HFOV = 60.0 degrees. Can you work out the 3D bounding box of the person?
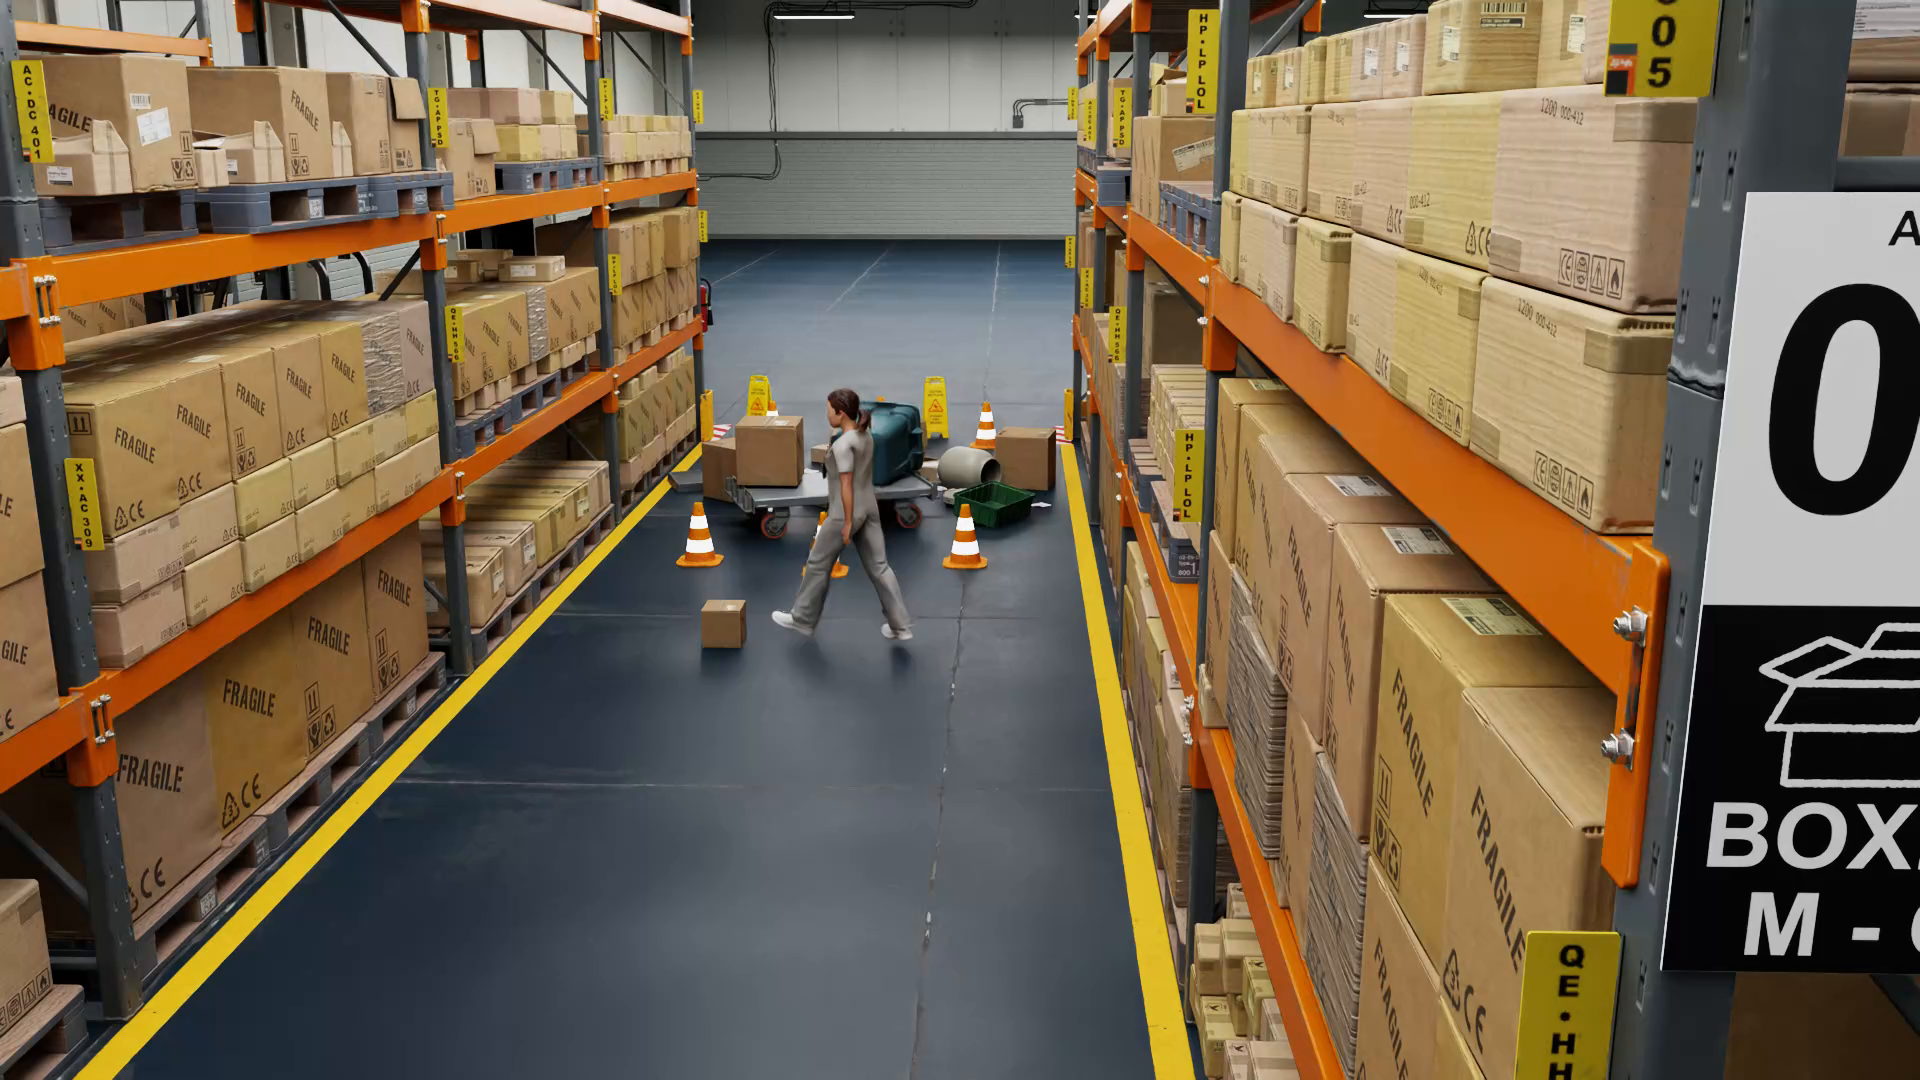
[{"bbox_3d":[-0.732,-0.170,10.641,0.959,1.630,0.436,8,16,31],"label":"person"}]
